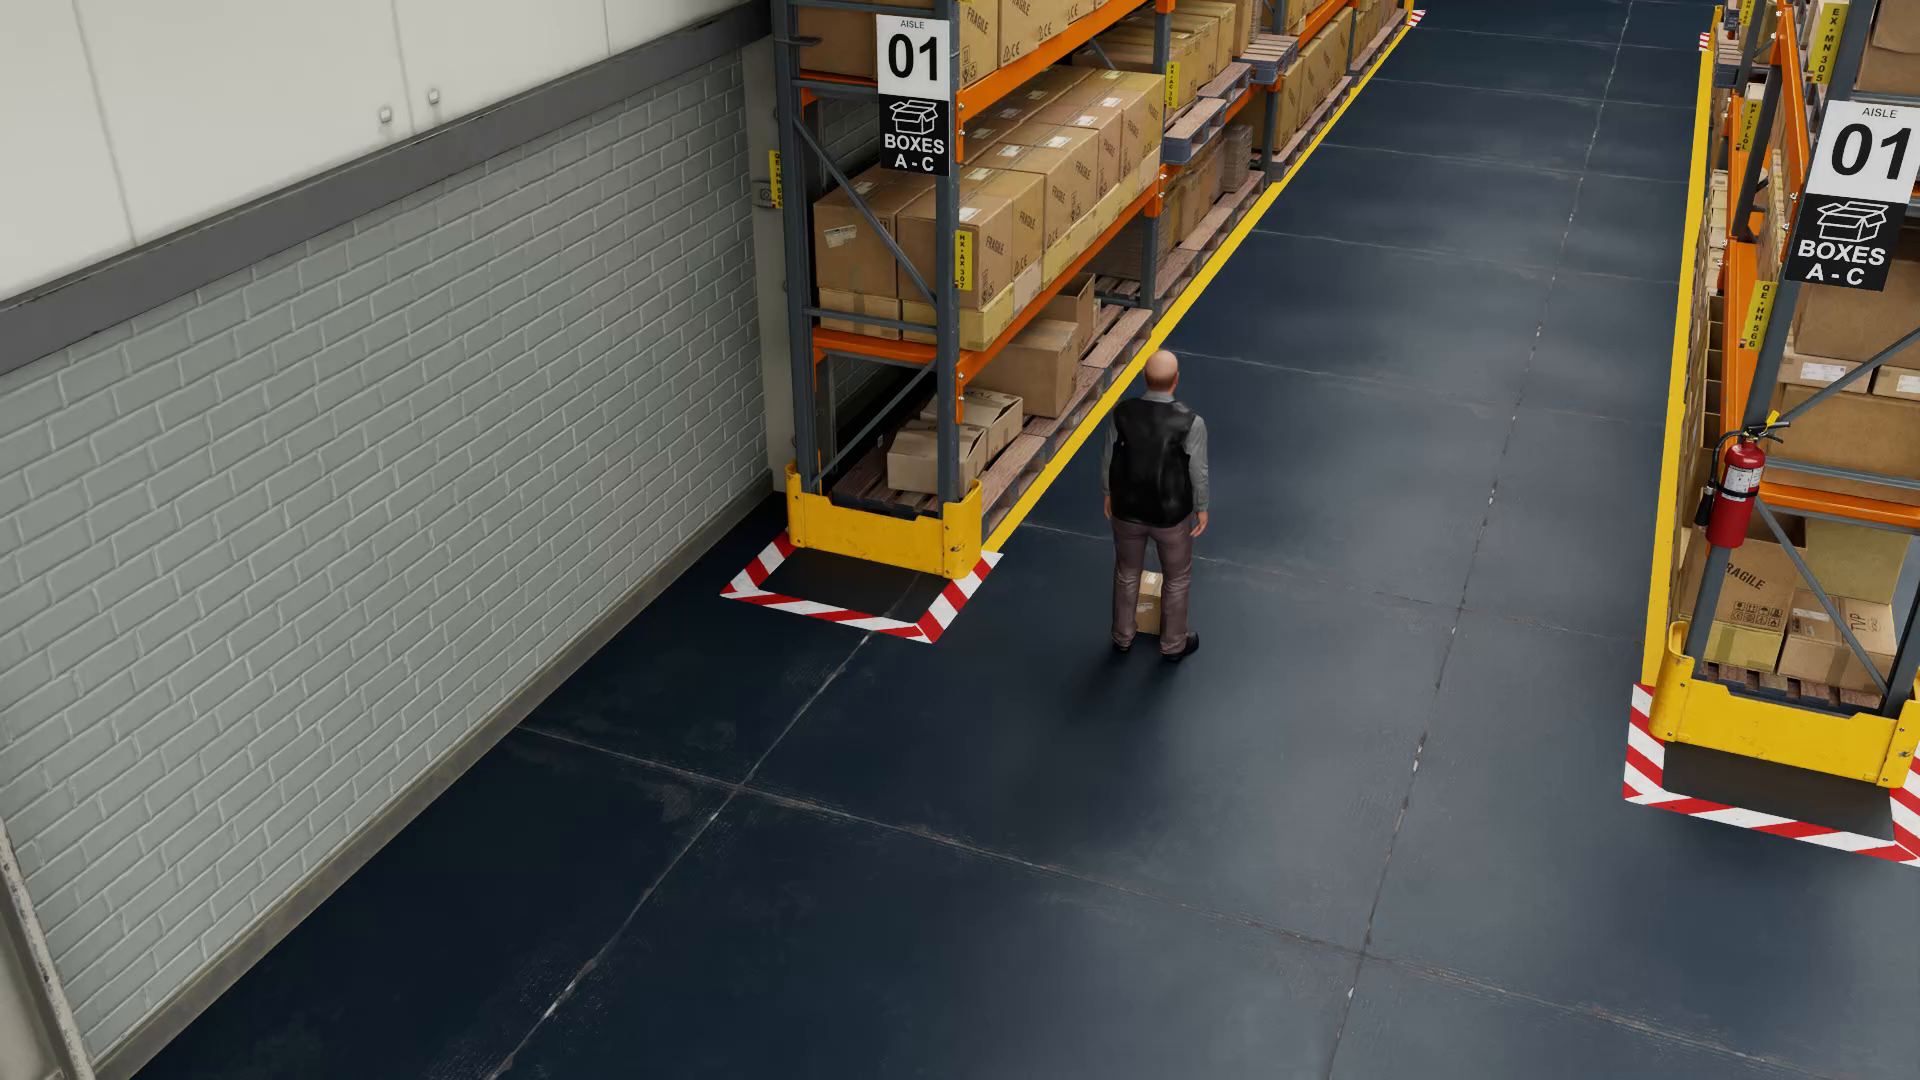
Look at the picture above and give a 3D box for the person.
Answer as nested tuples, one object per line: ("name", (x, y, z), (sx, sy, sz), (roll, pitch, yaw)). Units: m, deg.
("person", (1.005, -0.155, 8.698), (0.580, 1.721, 0.416), (11, 31, 19))
